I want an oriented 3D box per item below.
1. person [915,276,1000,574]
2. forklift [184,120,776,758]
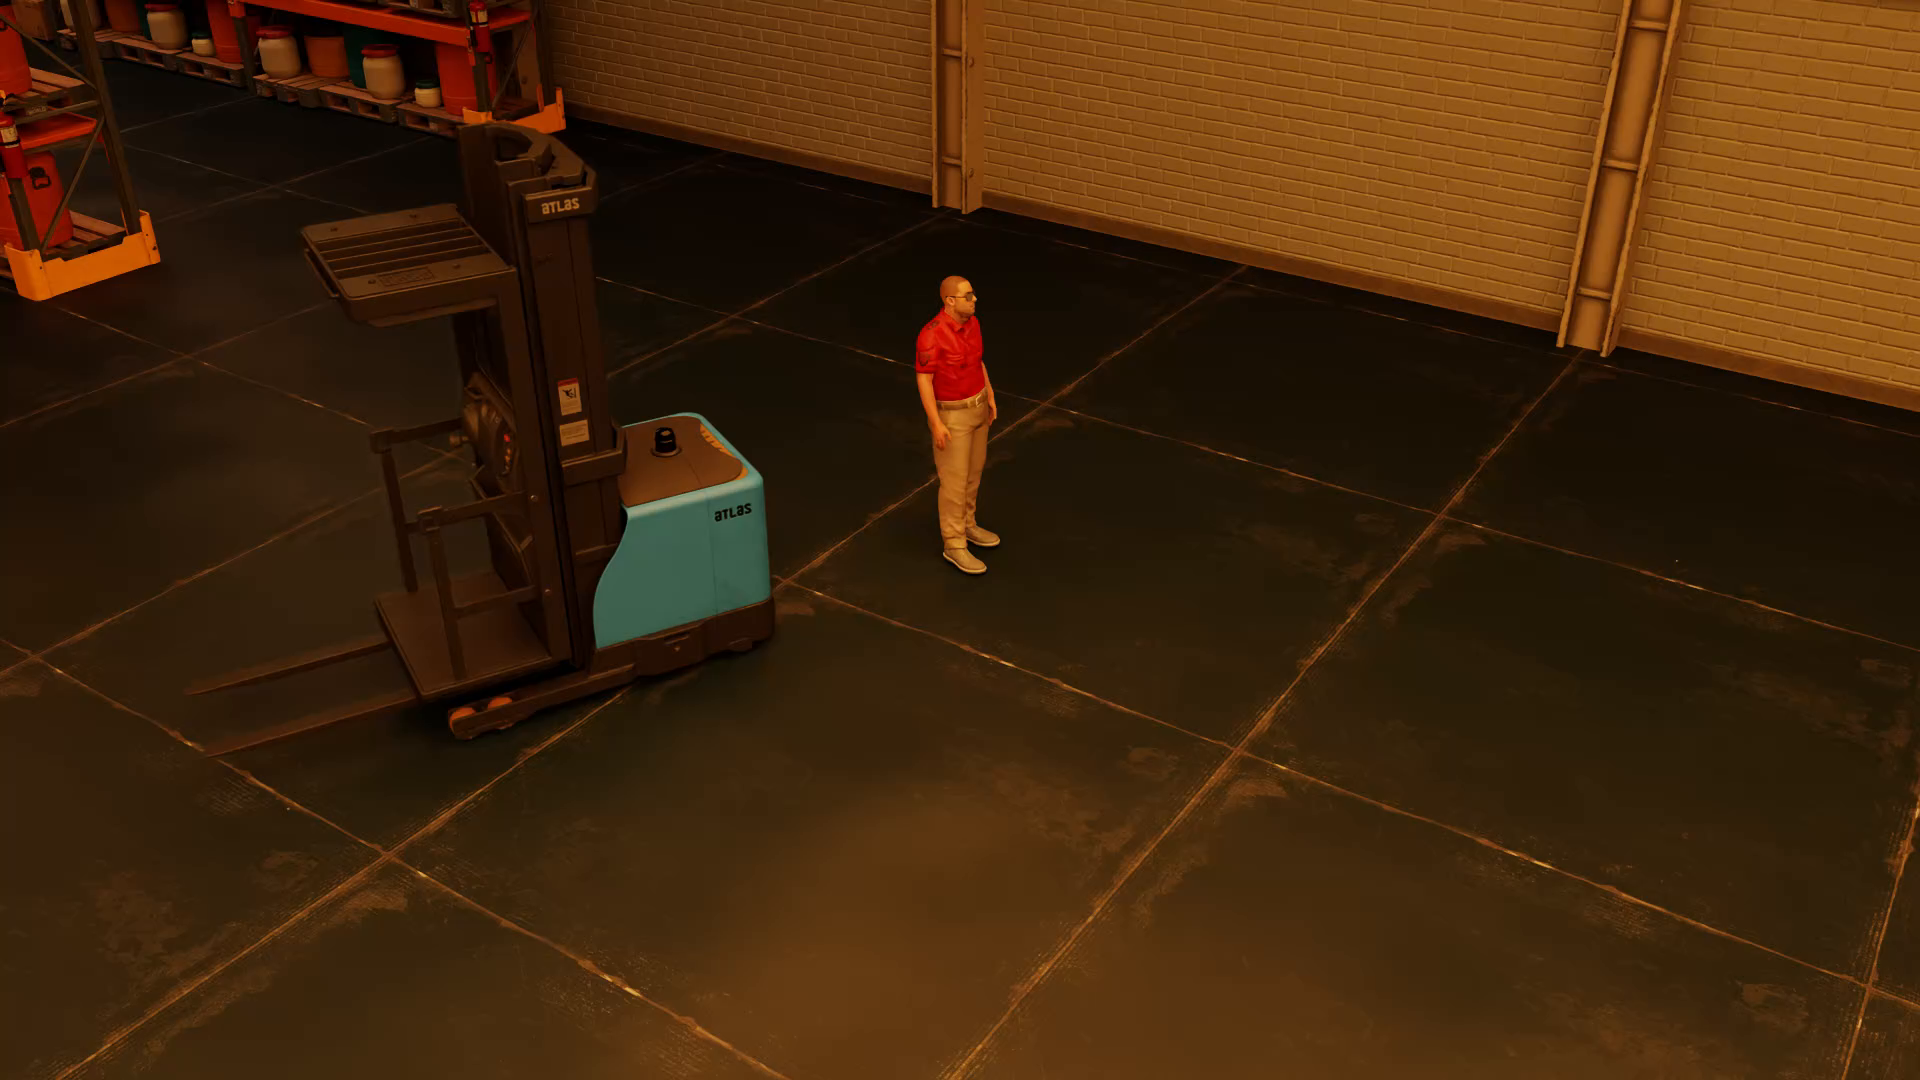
[{"bbox_3d":[0.068,-0.725,10.010,0.550,1.728,0.641,19,35,29],"label":"person"},{"bbox_3d":[-2.585,-0.526,8.486,3.031,2.935,1.130,-16,34,-25],"label":"forklift"}]
